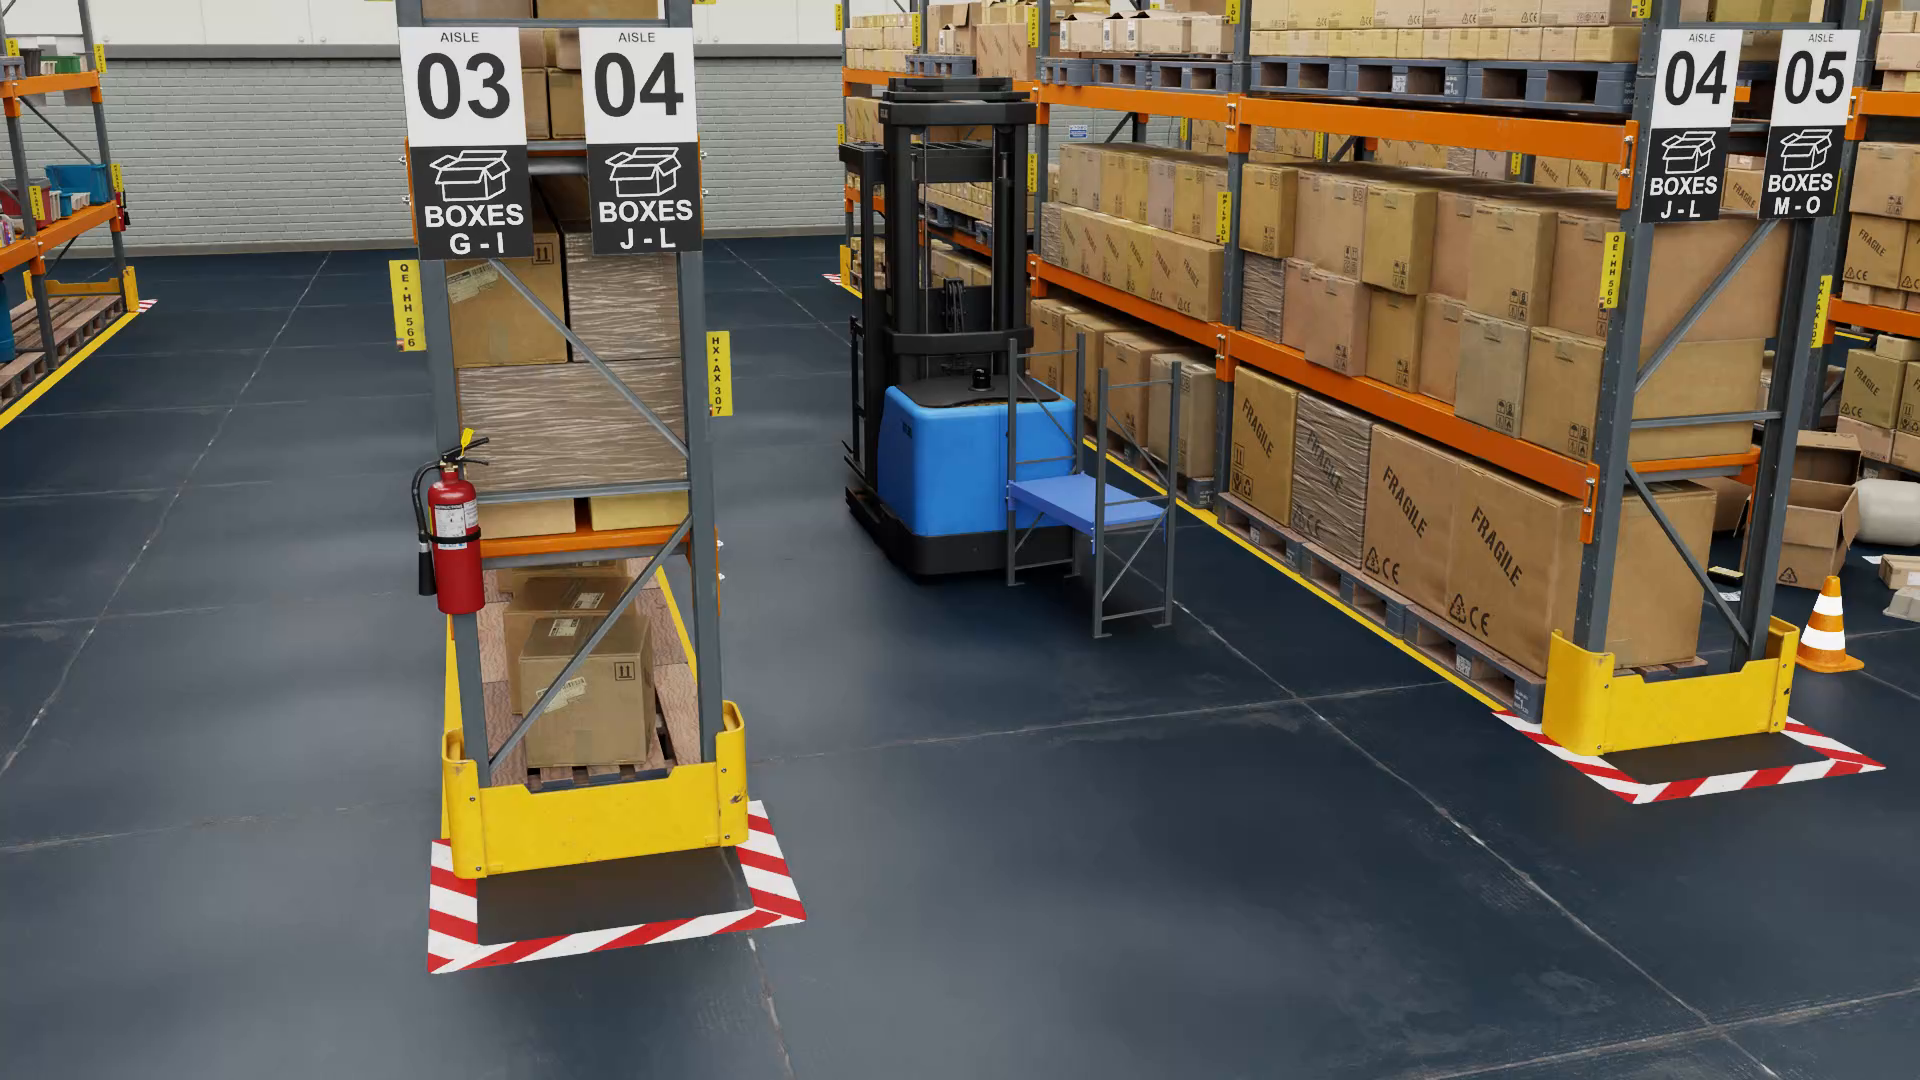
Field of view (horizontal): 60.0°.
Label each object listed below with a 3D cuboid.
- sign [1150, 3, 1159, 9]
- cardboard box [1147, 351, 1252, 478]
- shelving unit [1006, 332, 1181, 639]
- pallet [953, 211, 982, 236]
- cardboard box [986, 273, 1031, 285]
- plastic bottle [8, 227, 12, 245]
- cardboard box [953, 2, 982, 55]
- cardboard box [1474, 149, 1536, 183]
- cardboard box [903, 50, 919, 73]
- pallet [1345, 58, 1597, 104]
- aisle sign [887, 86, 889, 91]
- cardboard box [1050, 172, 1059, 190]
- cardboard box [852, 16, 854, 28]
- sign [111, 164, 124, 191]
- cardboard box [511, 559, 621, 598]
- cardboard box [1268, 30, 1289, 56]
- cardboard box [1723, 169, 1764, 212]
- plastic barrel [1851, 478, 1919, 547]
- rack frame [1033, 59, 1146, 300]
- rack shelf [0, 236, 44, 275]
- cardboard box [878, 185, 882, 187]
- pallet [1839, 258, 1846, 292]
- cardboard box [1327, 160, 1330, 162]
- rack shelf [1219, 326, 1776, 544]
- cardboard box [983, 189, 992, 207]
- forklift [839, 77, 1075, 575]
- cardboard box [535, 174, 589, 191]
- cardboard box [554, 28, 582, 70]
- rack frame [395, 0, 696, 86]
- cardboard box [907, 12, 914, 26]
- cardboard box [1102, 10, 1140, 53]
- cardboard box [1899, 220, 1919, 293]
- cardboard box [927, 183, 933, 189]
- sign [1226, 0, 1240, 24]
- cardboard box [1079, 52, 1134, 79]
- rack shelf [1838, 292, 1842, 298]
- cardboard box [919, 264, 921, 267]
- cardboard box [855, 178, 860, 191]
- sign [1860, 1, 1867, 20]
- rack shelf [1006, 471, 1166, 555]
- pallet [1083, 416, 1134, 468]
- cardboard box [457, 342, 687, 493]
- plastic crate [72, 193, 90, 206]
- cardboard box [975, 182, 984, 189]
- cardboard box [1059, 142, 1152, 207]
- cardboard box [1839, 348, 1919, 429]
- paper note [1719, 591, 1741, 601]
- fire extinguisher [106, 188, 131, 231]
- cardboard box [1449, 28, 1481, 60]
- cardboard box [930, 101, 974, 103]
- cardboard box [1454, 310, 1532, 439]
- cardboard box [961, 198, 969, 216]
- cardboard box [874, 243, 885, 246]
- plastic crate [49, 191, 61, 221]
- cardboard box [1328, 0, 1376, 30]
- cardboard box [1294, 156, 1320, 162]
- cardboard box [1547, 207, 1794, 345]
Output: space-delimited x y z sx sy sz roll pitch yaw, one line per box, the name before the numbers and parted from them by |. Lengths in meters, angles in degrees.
sign | 1.688 -4.515 14.520 0.100 0.325 0.005 -5 17 -15
cardboard box | 1.995 -0.934 12.026 1.050 0.750 0.750 -5 17 -16
shelving unit | 0.734 -0.342 9.483 0.538 1.500 1.048 -8 19 -25
pallet | 0.569 -3.204 16.738 1.003 0.211 1.213 -5 17 -15
cardboard box | 0.563 -2.422 16.113 0.500 0.250 0.500 -4 17 -14
plastic bottle | -9.028 -2.894 15.717 0.097 0.201 0.097 0 17 0
cardboard box | 0.352 -5.108 16.618 0.797 0.503 0.637 -5 17 -16
cardboard box | 5.491 -3.820 16.544 0.500 0.500 0.500 -5 17 -17
cardboard box | -0.341 -5.337 18.553 0.500 0.250 0.500 -4 17 -14
pallet | 2.798 -2.475 8.919 1.003 0.211 1.213 -5 17 -15
aisle sign | -0.778 -6.254 22.038 0.394 0.787 0.004 -5 17 -15
cardboard box | 1.072 -3.403 15.739 0.380 0.149 0.250 -5 17 -16
cardboard box | -1.176 -6.652 21.368 0.380 0.149 0.250 -5 17 -16
sign | -10.081 -4.335 19.886 0.100 0.325 0.005 -5 17 -15
cardboard box | -1.952 0.310 8.321 0.500 0.500 0.500 -3 17 -10
cardboard box | 2.098 -3.011 10.082 0.380 0.149 0.250 -5 17 -15
cardboard box | 6.498 -2.703 13.315 0.500 0.500 0.500 -5 17 -15
plastic barrel | 6.059 -0.176 10.802 0.512 0.421 0.421 7 18 23
rack frame | 1.153 -2.752 14.899 1.000 3.000 0.127 -5 17 -15
rack shelf | -8.956 -2.205 14.328 1.077 0.370 4.000 -5 17 -15
cardboard box | -0.748 -4.586 20.314 0.500 0.500 0.500 -5 17 -17
pallet | 6.913 -2.196 13.381 1.003 0.211 1.213 -5 17 -15
cardboard box | 4.635 -4.301 19.448 0.500 0.250 0.500 -5 17 -17
rack shelf | 2.802 -0.748 9.477 1.077 0.370 4.000 -5 17 -15
cardboard box | 0.429 -3.222 15.654 0.380 0.149 0.250 -4 17 -14
forklift | -0.170 -1.578 11.111 1.130 2.935 3.031 -5 17 -15
cardboard box | -2.018 -1.709 9.000 0.500 0.500 0.500 -5 17 -15
cardboard box | -1.299 -1.825 6.167 0.380 0.149 0.250 -5 17 -16
rack frame | -1.446 -3.048 5.456 1.000 3.000 0.127 -5 17 -15
cardboard box | -0.378 -5.791 18.500 0.380 0.149 0.250 -4 17 -14
cardboard box | 1.419 -3.896 12.747 0.500 0.311 0.500 -5 17 -16
cardboard box | 6.997 -1.974 11.619 0.500 0.500 0.500 -5 17 -15
cardboard box | -0.136 -3.793 17.555 0.380 0.149 0.250 -4 17 -14
sign | 1.733 -3.435 10.512 0.100 0.325 0.005 -5 17 -15
cardboard box | 1.252 -4.415 15.049 0.500 0.500 0.500 -5 17 -15
rack shelf | 6.434 -2.273 14.556 1.077 0.370 4.000 -5 17 -15
cardboard box | -0.403 -3.124 19.330 0.380 0.149 0.250 -4 17 -15
cardboard box | -1.140 -4.583 21.432 0.380 0.149 0.250 -5 17 -17
sign | 6.451 -3.893 11.899 0.100 0.325 0.005 -5 17 -15
rack shelf | 0.734 -0.169 9.534 0.538 0.185 1.000 -8 19 -25
pallet | 1.628 -0.855 13.433 1.003 0.211 1.213 -5 17 -15
cardboard box | -1.570 -0.519 6.776 0.875 0.500 0.500 -5 17 -15
plastic crate | -10.207 -3.900 19.075 0.396 0.136 0.243 -5 17 -15
cardboard box | 0.361 -3.432 15.837 0.380 0.149 0.250 -4 17 -14
cardboard box | 1.266 -3.153 14.324 0.700 0.500 0.500 -5 17 -16
cardboard box | 6.886 -1.123 12.224 0.500 0.500 0.500 -4 17 -13
paper note | 4.564 0.327 9.812 0.144 0.017 0.142 1 17 4
fire extinguisher | -10.209 -4.071 20.073 0.296 0.674 0.183 -5 17 -15
cardboard box | 2.654 -2.451 8.216 0.380 0.149 0.250 -5 17 -16
cardboard box | -0.102 -4.955 19.806 0.500 0.500 0.500 -4 17 -14
cardboard box | 3.033 -0.860 8.341 0.875 0.550 0.550 -5 17 -15
cardboard box | 0.228 -3.288 16.390 0.380 0.149 0.250 -4 17 -14
cardboard box | -0.943 -3.705 21.263 0.380 0.149 0.250 -6 18 -18
plastic crate | -9.748 -3.511 17.529 0.437 0.282 0.530 -5 17 -15
cardboard box | 2.396 -2.965 9.235 0.500 0.250 0.500 -5 17 -16
cardboard box | 4.412 -4.433 20.323 0.500 0.500 0.500 -5 17 -15
cardboard box | 3.286 -1.234 7.707 0.875 0.550 0.550 -5 17 -15
